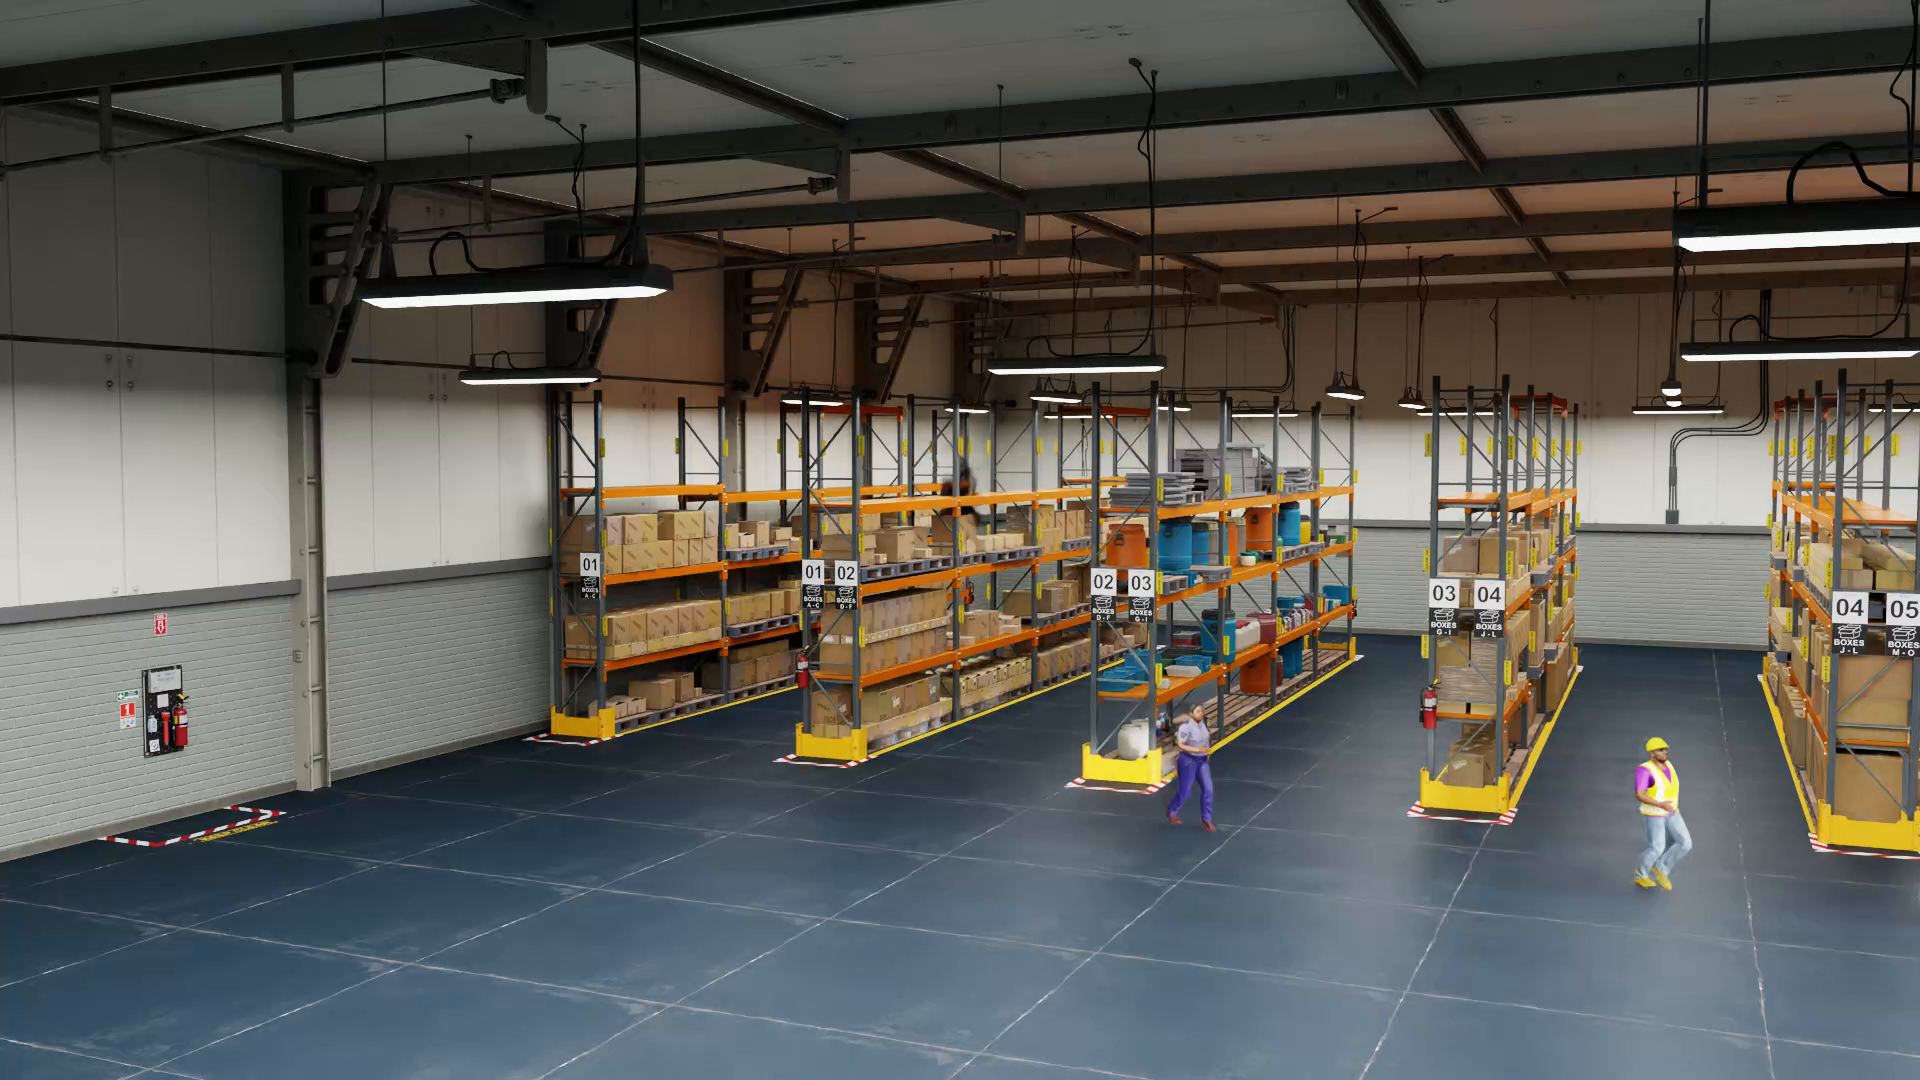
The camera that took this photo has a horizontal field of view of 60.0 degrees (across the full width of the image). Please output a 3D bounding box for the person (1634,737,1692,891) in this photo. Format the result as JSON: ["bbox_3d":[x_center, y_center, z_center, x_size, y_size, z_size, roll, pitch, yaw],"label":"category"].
[{"bbox_3d":[7.934,3.096,18.791,0.710,1.737,0.653,-2,4,-26],"label":"person"}]

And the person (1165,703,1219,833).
[{"bbox_3d":[3.048,2.983,21.837,0.619,1.714,0.770,-2,4,-37],"label":"person"}]
